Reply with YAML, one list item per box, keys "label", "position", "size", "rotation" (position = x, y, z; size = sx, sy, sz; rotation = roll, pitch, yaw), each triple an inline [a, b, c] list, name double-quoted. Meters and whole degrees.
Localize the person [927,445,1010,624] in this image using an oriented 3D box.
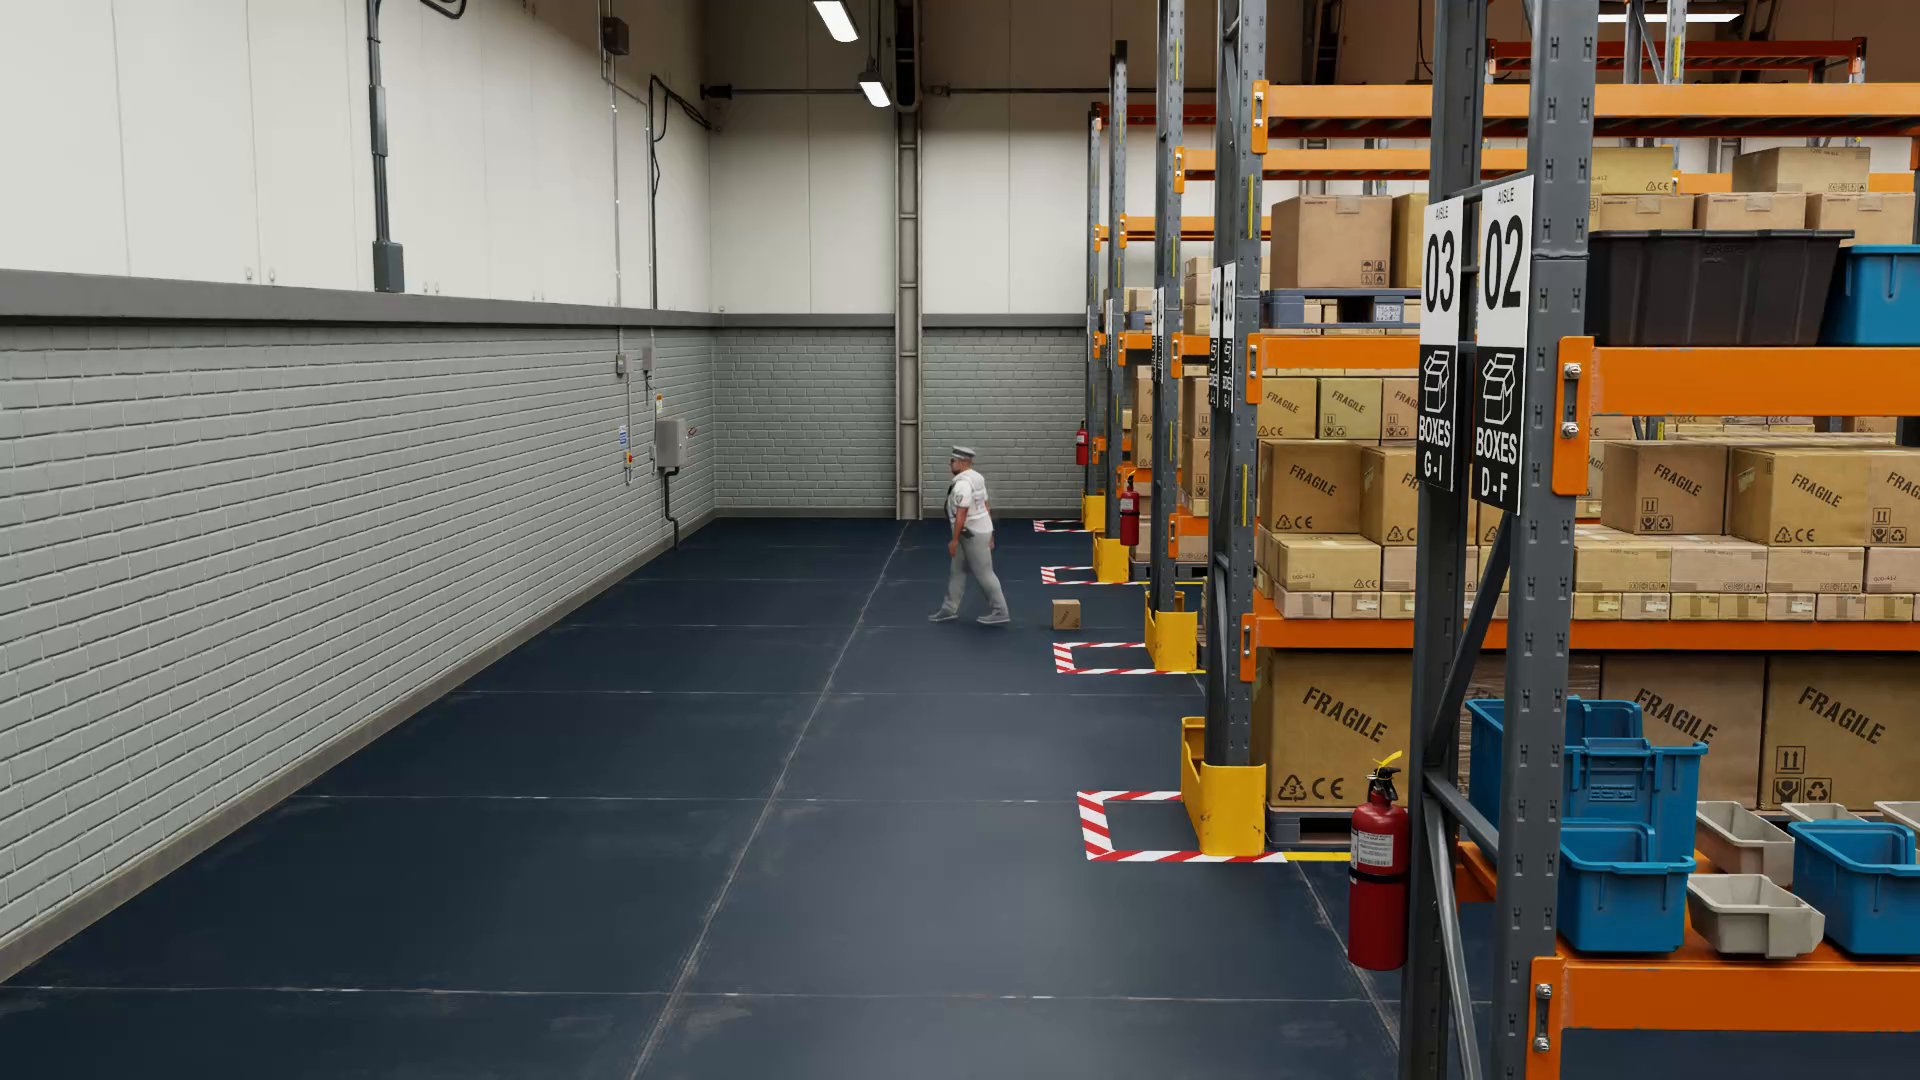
- label: "person"
  position: [0.065, -0.039, 16.025]
  size: [0.853, 1.752, 0.569]
  rotation: [1, 7, 10]
